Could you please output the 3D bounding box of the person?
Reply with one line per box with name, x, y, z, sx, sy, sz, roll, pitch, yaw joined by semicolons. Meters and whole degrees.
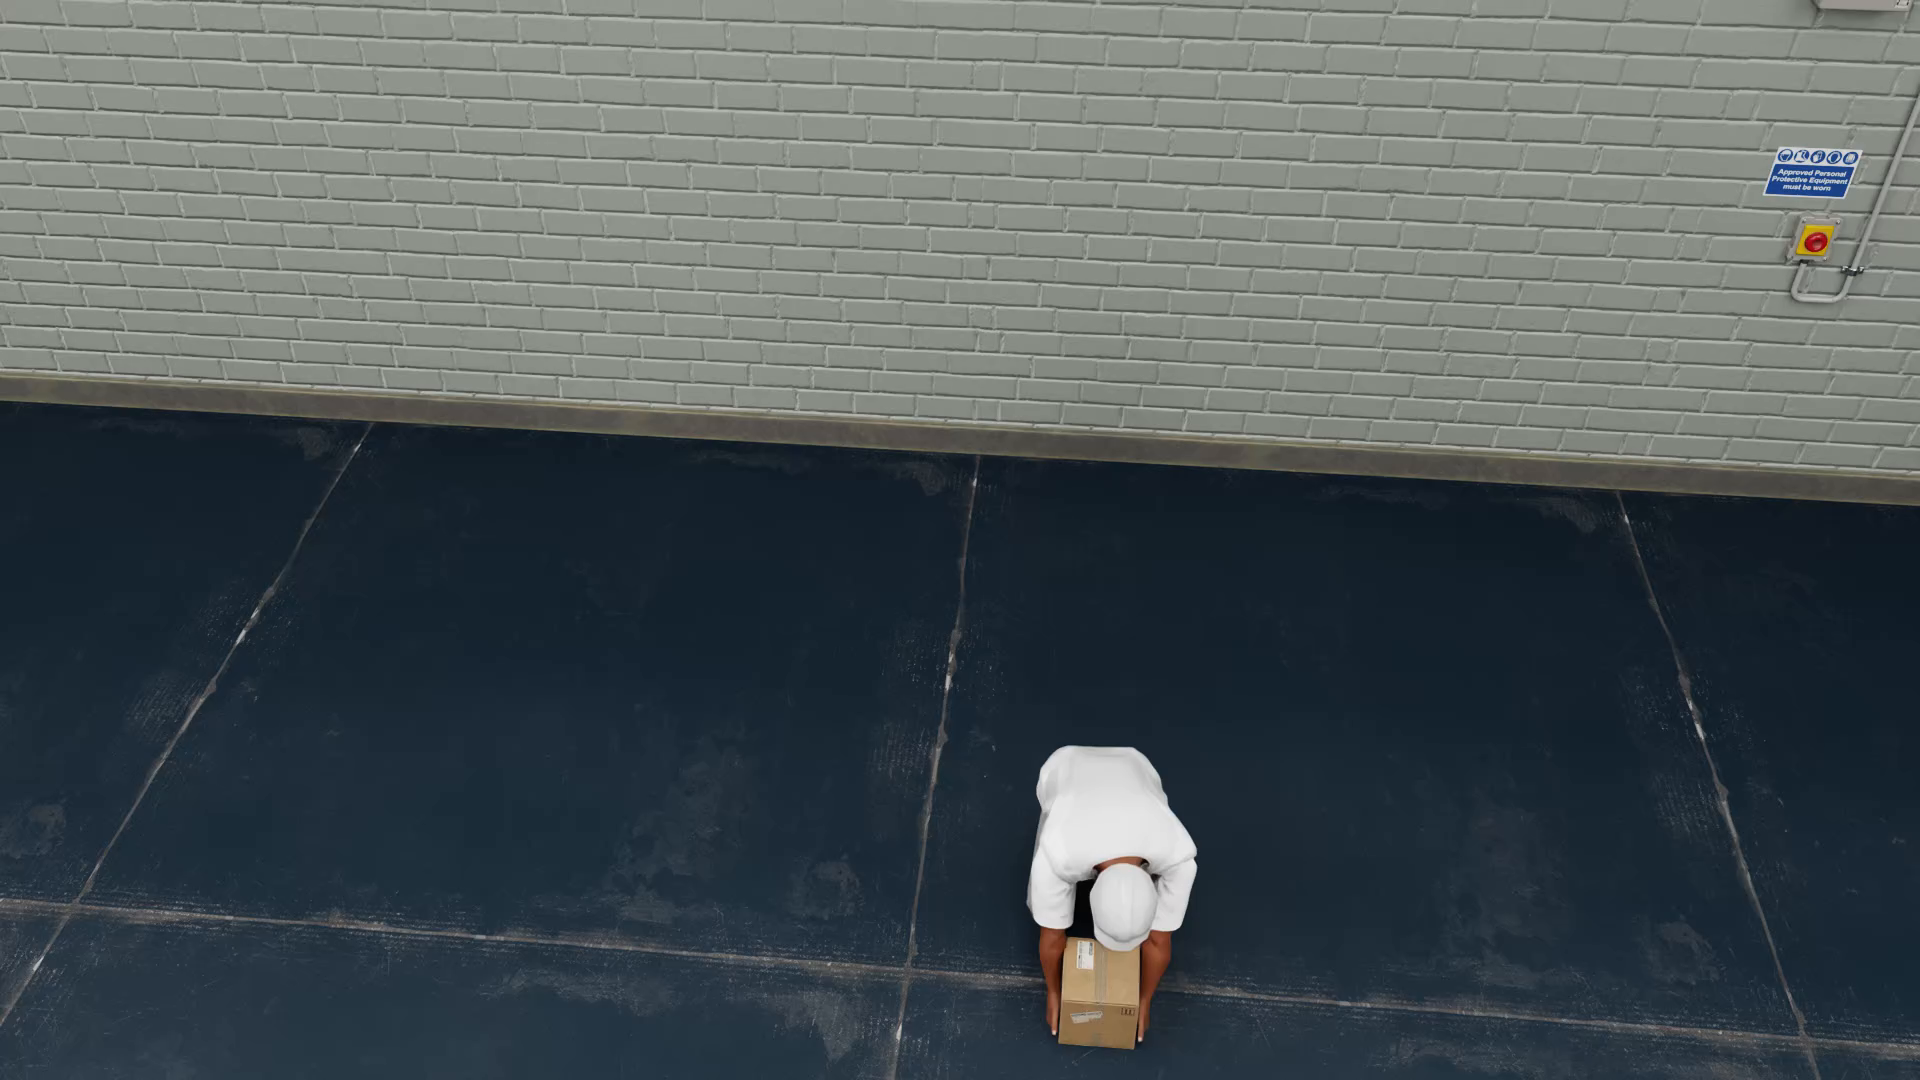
person;0.500;1.133;5.589;0.544;0.879;0.937;3;40;3
